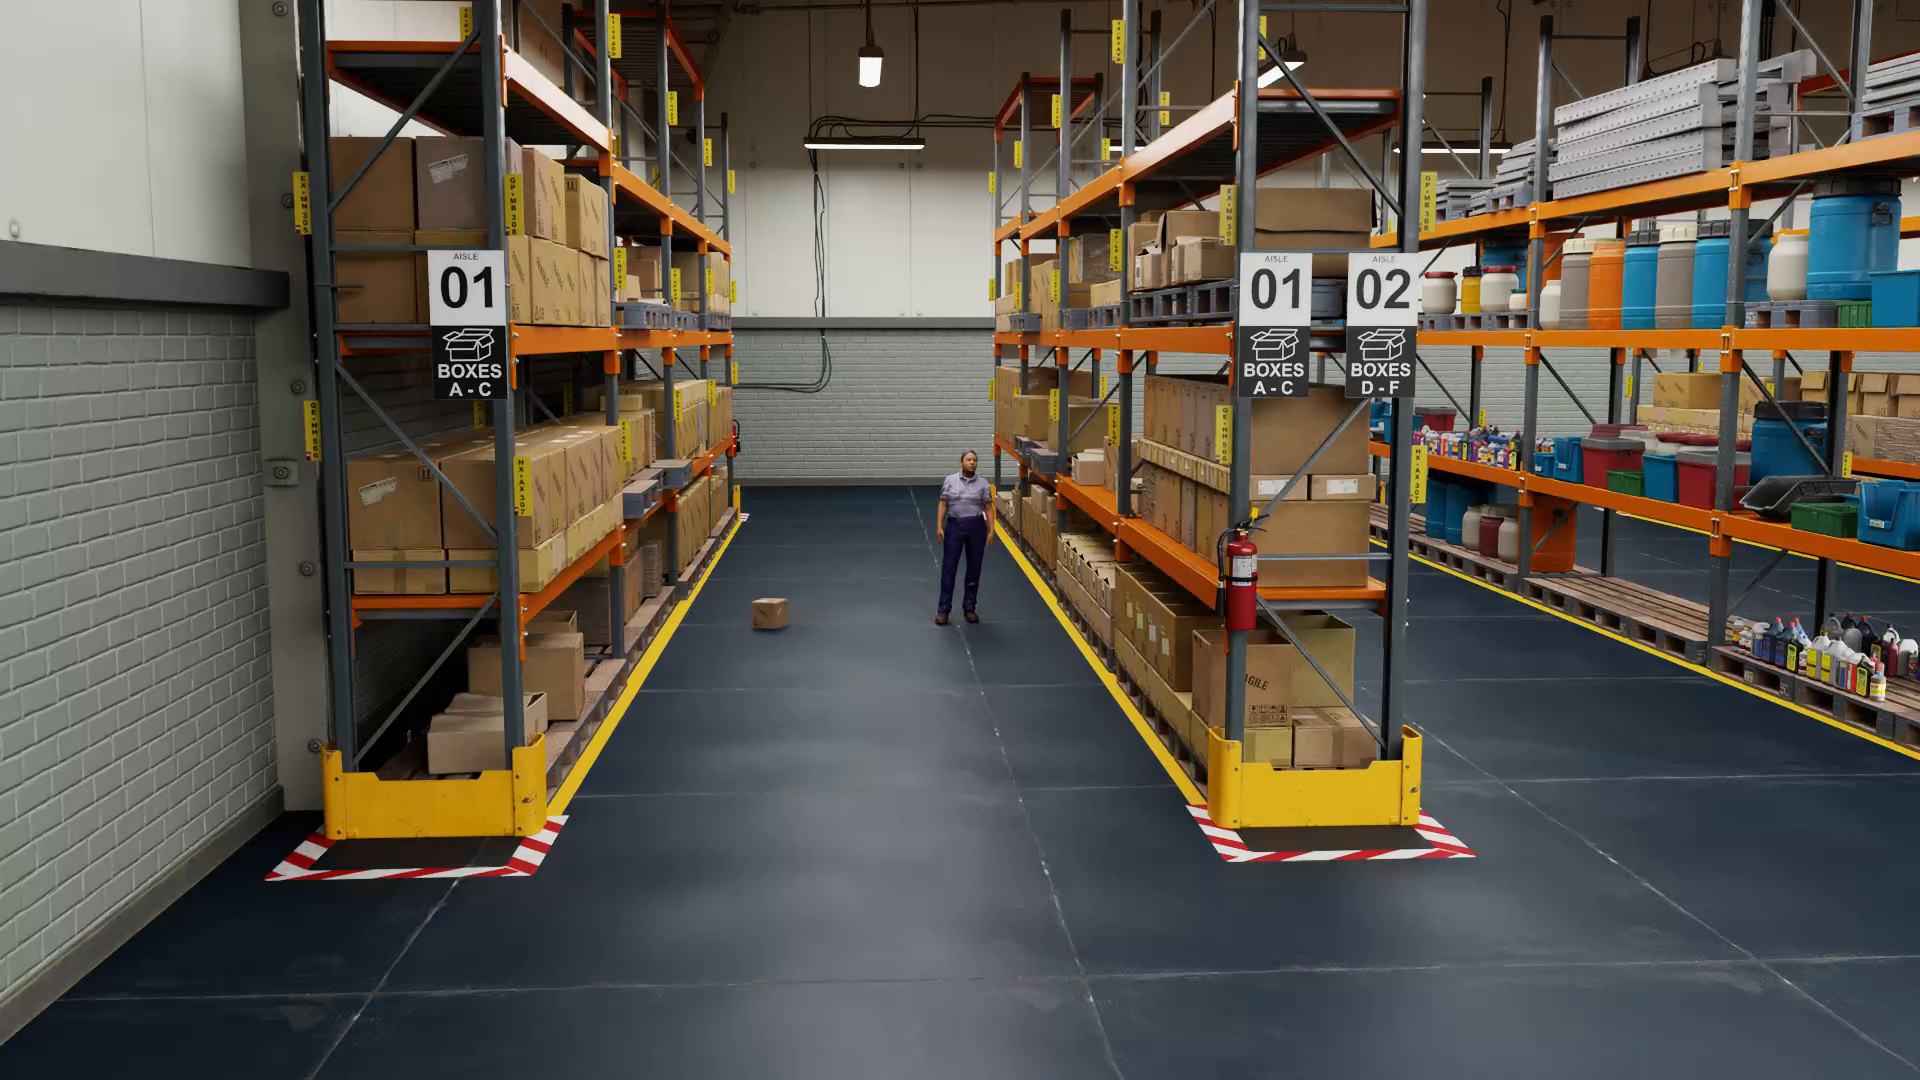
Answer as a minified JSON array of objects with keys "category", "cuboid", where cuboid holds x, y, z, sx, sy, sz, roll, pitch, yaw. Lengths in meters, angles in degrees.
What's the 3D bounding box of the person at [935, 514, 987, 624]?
[{"category":"person","cuboid":[0.008,0.266,16.099,0.525,1.032,0.500,-1,7,-4]}]
